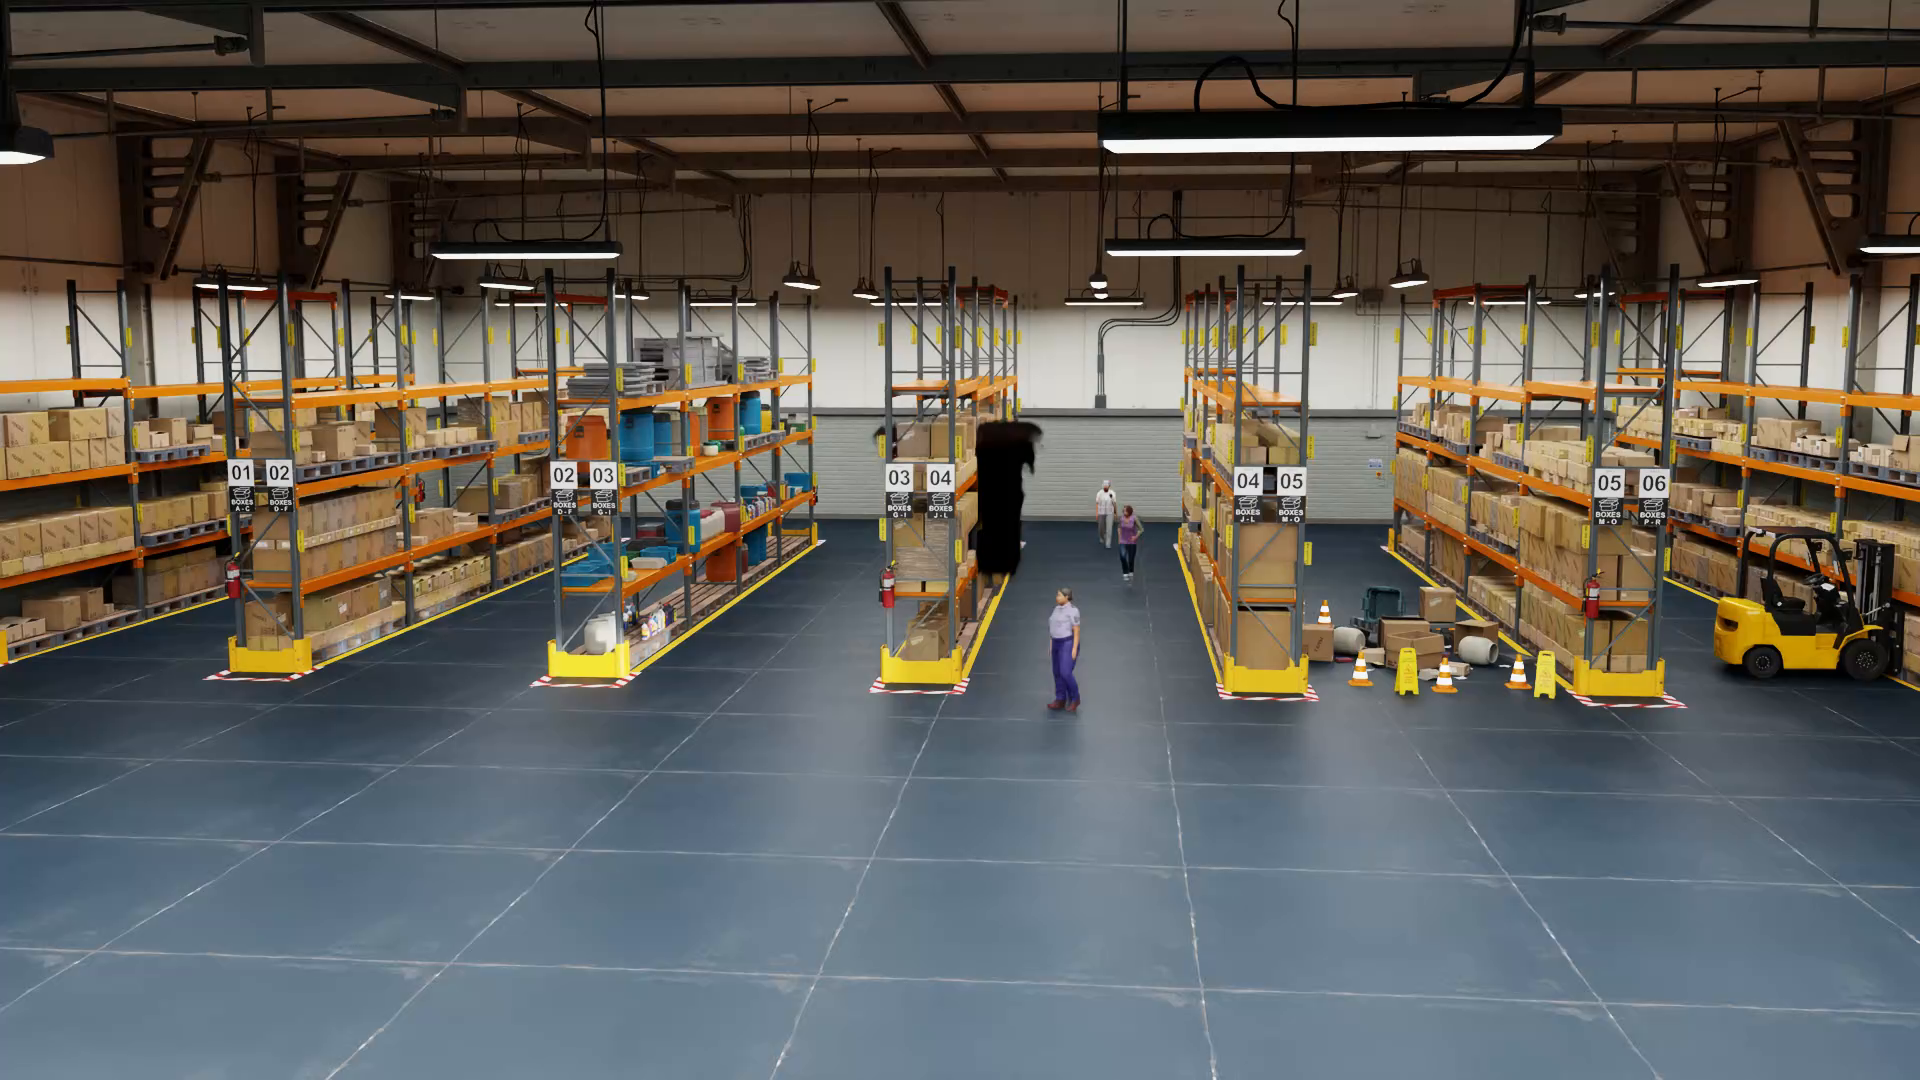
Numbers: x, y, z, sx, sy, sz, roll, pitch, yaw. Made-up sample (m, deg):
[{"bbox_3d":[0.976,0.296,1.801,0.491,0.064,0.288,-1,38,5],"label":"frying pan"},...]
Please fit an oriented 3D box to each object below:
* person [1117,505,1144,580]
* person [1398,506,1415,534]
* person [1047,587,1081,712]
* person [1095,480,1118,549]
[{"bbox_3d":[3.358,0.059,32.829,0.525,1.536,0.693,1,7,8],"label":"person"},{"bbox_3d":[11.126,-0.885,41.469,0.625,1.669,1.017,-1,7,-8],"label":"person"},{"bbox_3d":[1.392,1.474,22.473,0.375,1.683,0.513,-4,8,-32],"label":"person"},{"bbox_3d":[3.499,-0.625,39.741,0.528,1.623,0.929,1,7,10],"label":"person"}]
